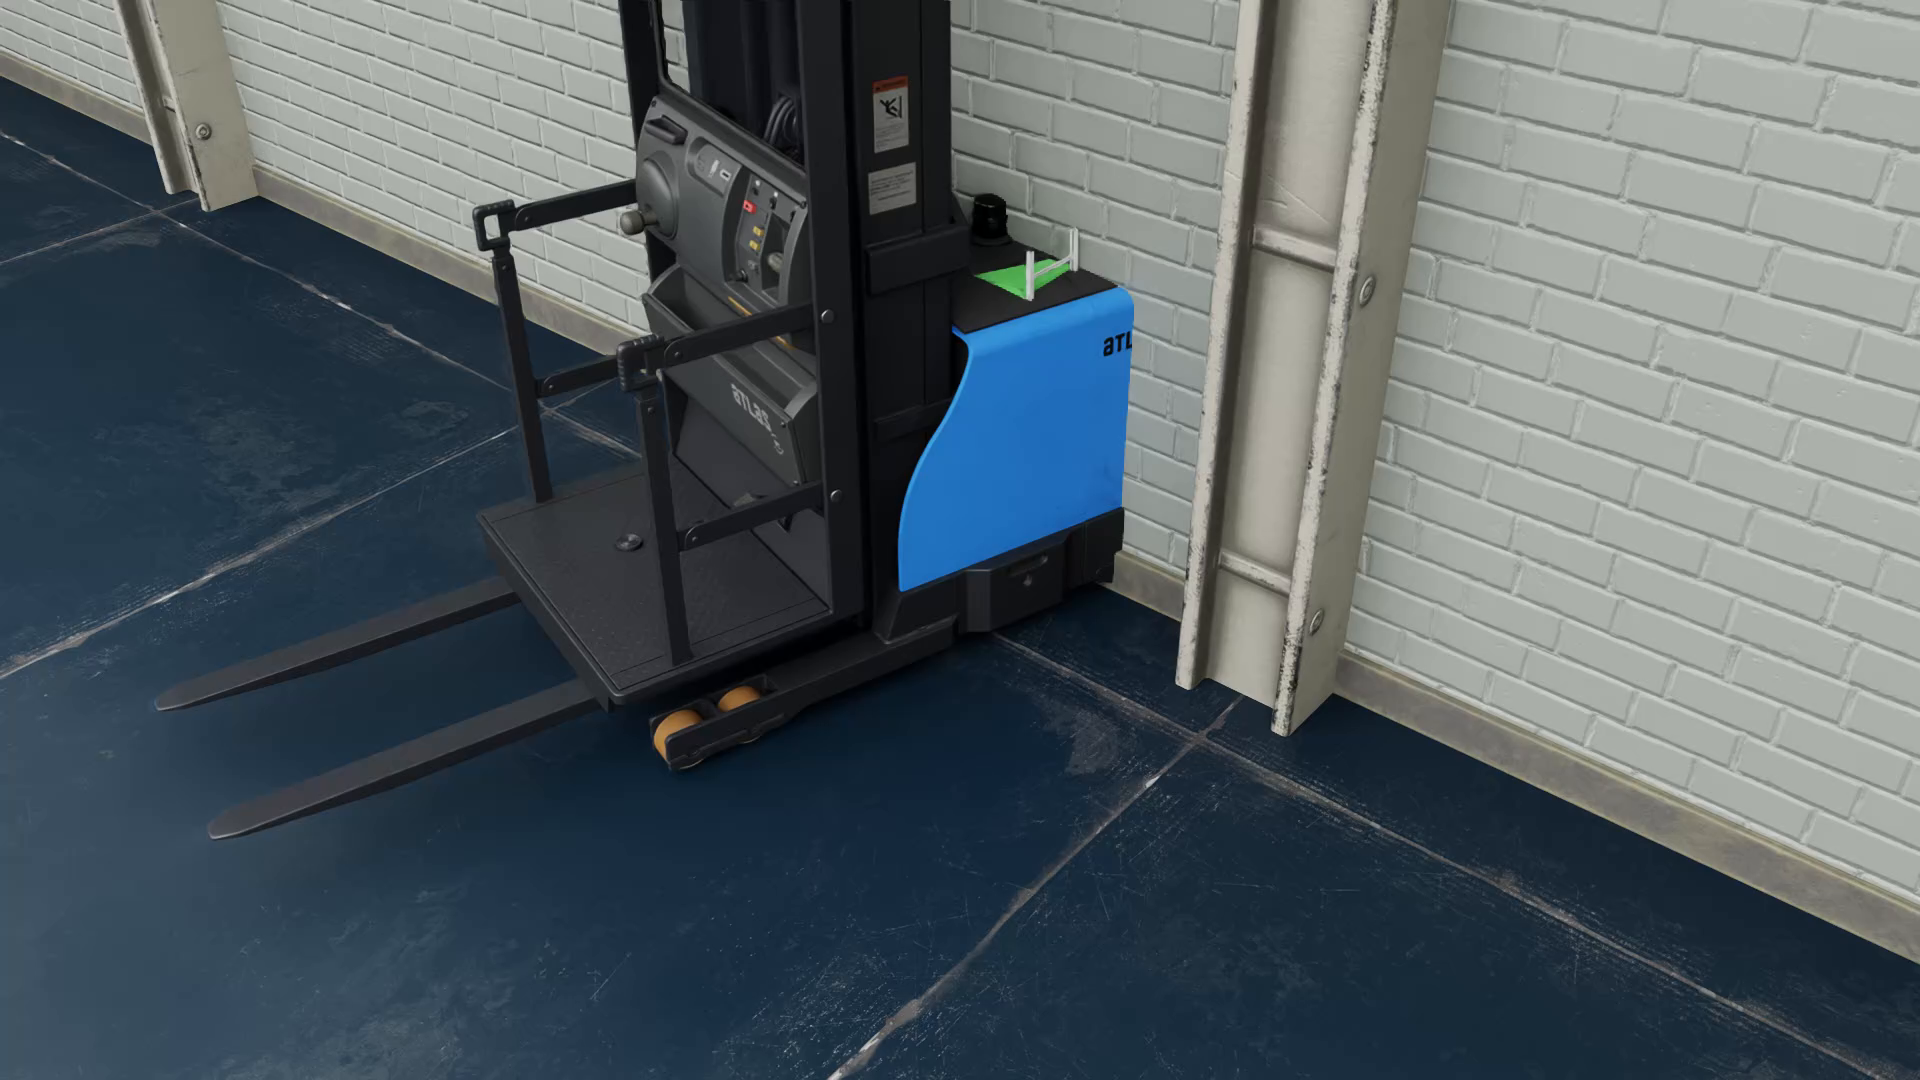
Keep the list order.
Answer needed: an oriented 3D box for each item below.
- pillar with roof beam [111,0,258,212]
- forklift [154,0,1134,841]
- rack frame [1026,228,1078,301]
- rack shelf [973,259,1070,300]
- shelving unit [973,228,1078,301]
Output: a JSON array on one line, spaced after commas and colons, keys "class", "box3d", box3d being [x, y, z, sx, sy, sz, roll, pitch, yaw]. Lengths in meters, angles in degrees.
[{"class": "pillar with roof beam", "box3d": [-6.457, -3.566, 2.994, 0.400, 9.000, 9.100, 25, 42, 32]}, {"class": "forklift", "box3d": [-0.835, -0.892, 4.460, 3.031, 2.935, 1.130, -21, 40, -27]}, {"class": "rack frame", "box3d": [0.282, -0.363, 5.167, 0.015, 1.200, 0.240, 22, 38, 33]}, {"class": "rack shelf", "box3d": [0.084, -0.795, 5.084, 0.480, 0.148, 0.258, 22, 38, 33]}, {"class": "shelving unit", "box3d": [0.091, -0.439, 5.300, 0.503, 1.200, 0.258, 22, 38, 33]}]
